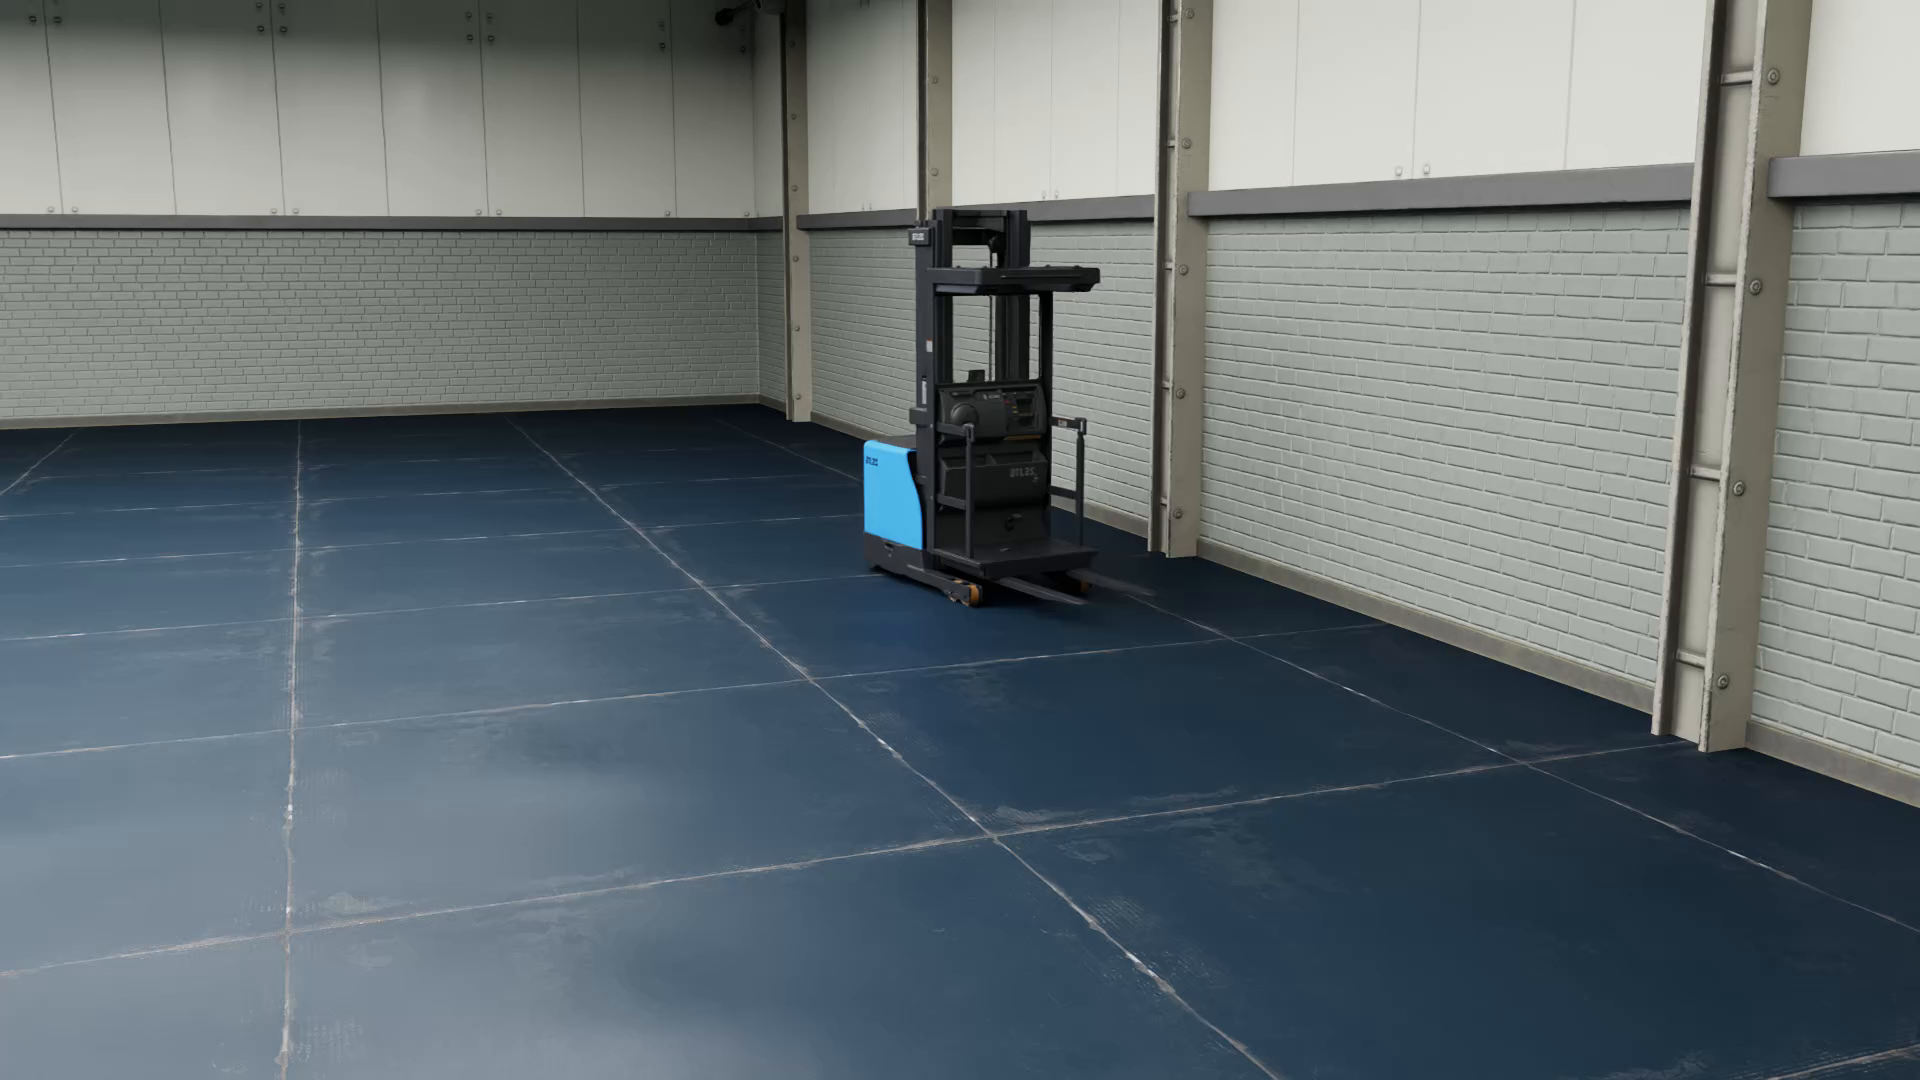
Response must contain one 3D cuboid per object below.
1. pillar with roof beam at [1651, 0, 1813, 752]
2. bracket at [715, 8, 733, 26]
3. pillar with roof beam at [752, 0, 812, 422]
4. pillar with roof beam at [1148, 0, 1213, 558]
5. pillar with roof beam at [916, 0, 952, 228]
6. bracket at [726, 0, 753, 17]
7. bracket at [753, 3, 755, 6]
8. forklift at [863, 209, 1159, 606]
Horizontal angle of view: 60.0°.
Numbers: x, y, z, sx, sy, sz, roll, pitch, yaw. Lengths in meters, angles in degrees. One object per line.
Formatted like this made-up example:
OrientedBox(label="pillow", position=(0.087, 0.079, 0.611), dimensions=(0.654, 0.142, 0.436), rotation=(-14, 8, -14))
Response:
OrientedBox(label="pillar with roof beam", position=(0.037, -3.065, 6.785), dimensions=(9.100, 9.000, 0.400), rotation=(-4, 11, -21))
OrientedBox(label="bracket", position=(-3.813, -8.480, 26.952), dimensions=(0.235, 0.232, 0.430), rotation=(-4, 11, -21))
OrientedBox(label="pillar with roof beam", position=(-6.486, -6.003, 23.303), dimensions=(9.100, 9.000, 0.548), rotation=(-4, 11, -21))
OrientedBox(label="pillar with roof beam", position=(-2.137, -4.044, 12.291), dimensions=(9.100, 9.000, 0.400), rotation=(-4, 11, -21))
OrientedBox(label="pillar with roof beam", position=(-4.311, -5.024, 17.797), dimensions=(9.100, 9.000, 0.400), rotation=(-4, 11, -21))
OrientedBox(label="bracket", position=(-3.599, -8.384, 26.410), dimensions=(0.076, 0.066, 3.189), rotation=(-4, 11, -21))
OrientedBox(label="bracket", position=(-2.954, -8.094, 24.777), dimensions=(0.235, 0.232, 0.430), rotation=(-4, 11, -21))
OrientedBox(label="forklift", position=(0.365, -1.036, 12.707), dimensions=(1.130, 2.935, 3.031), rotation=(-6, 12, -30))
